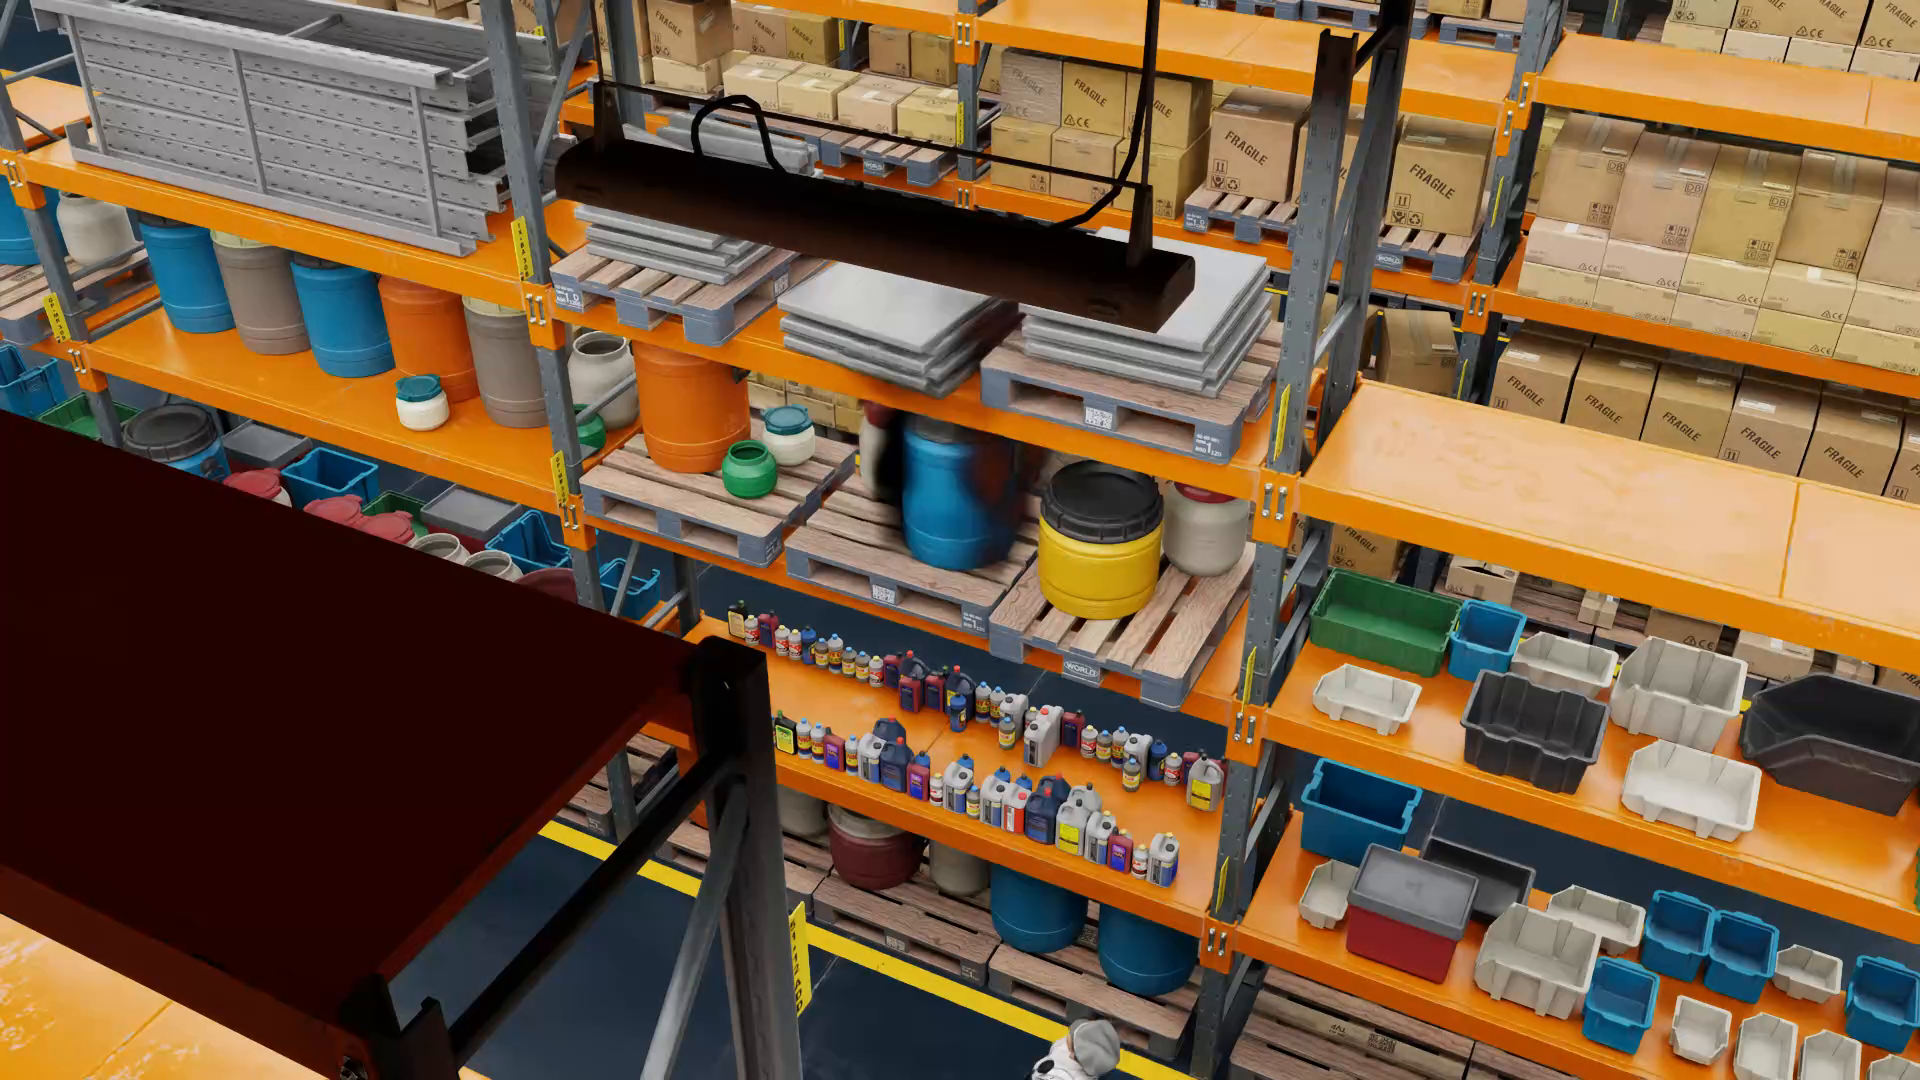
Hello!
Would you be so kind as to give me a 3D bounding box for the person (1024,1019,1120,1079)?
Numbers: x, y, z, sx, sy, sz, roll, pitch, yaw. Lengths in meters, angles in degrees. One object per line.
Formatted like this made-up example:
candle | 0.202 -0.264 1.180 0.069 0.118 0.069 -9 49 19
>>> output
person | 0.554 2.881 8.310 0.721 1.645 0.536 9 36 13
